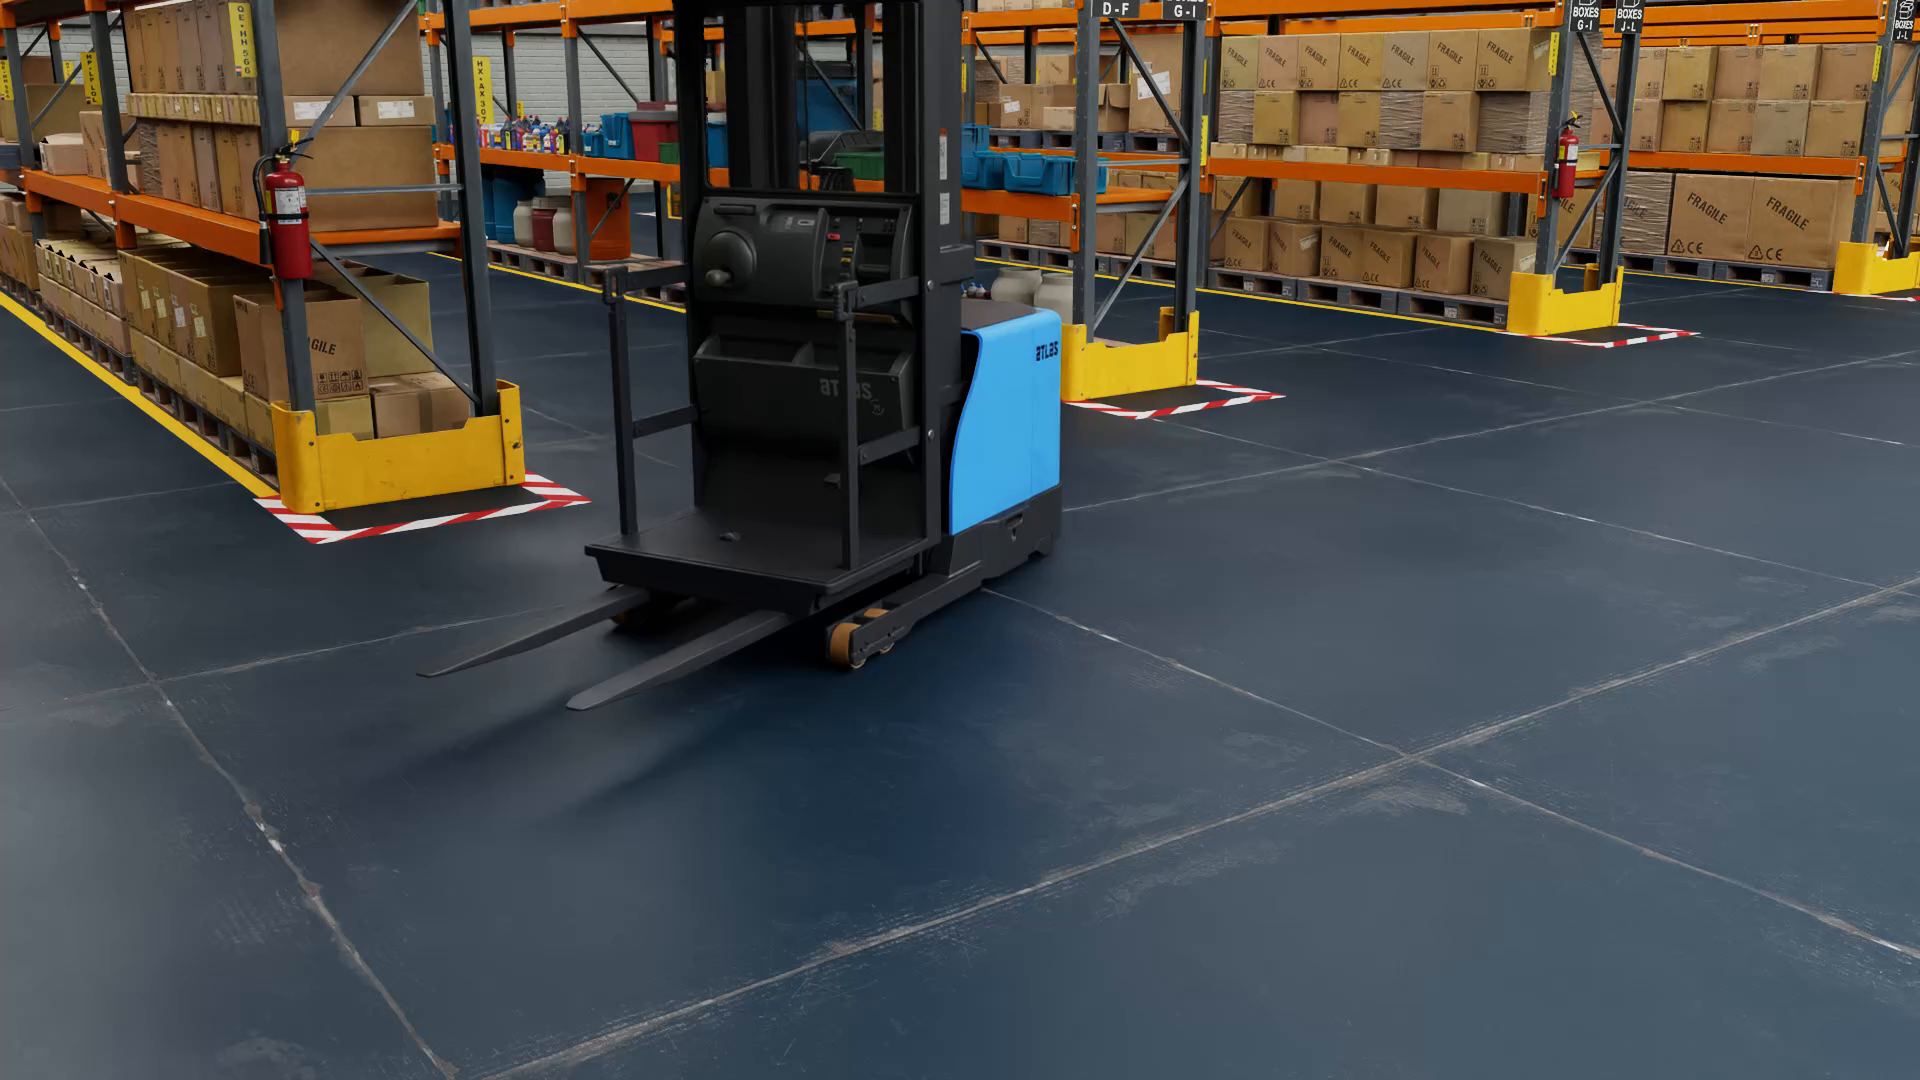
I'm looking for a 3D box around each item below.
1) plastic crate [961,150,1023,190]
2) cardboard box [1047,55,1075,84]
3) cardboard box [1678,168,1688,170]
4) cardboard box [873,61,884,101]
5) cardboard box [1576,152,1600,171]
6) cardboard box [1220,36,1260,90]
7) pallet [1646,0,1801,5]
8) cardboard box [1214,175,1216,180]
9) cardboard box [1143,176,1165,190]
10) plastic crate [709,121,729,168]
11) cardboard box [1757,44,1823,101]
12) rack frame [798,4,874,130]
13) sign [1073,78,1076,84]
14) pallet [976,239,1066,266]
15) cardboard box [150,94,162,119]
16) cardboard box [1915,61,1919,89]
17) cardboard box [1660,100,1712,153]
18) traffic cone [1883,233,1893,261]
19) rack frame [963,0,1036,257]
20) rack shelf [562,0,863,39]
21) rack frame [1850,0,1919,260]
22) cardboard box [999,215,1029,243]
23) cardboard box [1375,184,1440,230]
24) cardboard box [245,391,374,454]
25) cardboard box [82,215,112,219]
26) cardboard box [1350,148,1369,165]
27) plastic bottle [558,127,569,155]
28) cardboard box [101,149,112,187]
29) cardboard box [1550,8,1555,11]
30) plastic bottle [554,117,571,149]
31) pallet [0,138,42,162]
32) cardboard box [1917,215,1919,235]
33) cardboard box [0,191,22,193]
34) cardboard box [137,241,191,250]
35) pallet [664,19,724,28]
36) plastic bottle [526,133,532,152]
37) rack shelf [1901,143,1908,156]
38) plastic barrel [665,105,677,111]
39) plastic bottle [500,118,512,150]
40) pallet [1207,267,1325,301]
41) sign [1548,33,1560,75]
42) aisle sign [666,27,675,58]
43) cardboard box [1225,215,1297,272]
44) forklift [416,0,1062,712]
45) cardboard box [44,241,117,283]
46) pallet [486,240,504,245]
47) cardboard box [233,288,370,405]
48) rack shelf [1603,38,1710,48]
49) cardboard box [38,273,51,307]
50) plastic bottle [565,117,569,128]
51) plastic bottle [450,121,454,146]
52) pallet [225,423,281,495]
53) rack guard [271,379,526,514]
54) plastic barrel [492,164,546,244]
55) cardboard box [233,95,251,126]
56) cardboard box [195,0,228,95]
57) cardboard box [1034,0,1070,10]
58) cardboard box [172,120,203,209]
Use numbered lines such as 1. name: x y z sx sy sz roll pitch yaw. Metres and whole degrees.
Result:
1. plastic crate: 0.261 -2.595 11.658 0.499 0.251 0.408 -11 19 -35
2. cardboard box: 1.702 -7.279 25.841 0.500 0.500 0.500 -12 19 -36
3. cardboard box: 12.485 -6.384 29.158 0.500 0.500 0.500 -10 18 -33
4. cardboard box: -0.720 -5.916 21.421 0.797 0.503 0.637 -10 18 -33
5. cardboard box: 5.207 -3.212 14.107 0.380 0.149 0.250 -11 19 -35
6. cardboard box: 2.888 -4.628 16.157 0.500 0.500 0.500 -11 19 -35
7. pallet: 8.087 -5.806 17.591 1.003 0.211 1.213 -11 19 -35
8. cardboard box: 3.629 -5.262 23.640 0.500 0.250 0.500 -11 19 -34
9. cardboard box: 3.048 -5.122 24.547 0.500 0.500 0.500 -10 18 -34
10. plastic crate: -2.077 -3.501 14.714 0.392 0.384 0.575 -11 19 -35
11. cardboard box: 8.668 -4.766 16.976 0.875 0.550 0.550 -11 19 -35
12. rack frame: -1.177 -3.321 14.028 1.000 3.000 0.127 -11 19 -35
13. sign: 1.763 -6.878 25.384 0.100 0.325 0.005 -11 19 -35
14. pallet: 0.936 -3.432 19.715 1.003 0.211 1.213 -11 19 -35
15. cardboard box: -4.728 -2.662 10.204 0.380 0.149 0.250 -11 19 -35
16. cardboard box: 12.046 -5.725 20.165 0.700 0.500 0.500 -11 19 -35
17. cardboard box: 8.084 -4.488 18.009 0.875 0.550 0.500 -11 19 -35
18. traffic cone: 10.089 -3.094 18.005 0.336 0.463 0.334 -11 19 -35
19. rack frame: 0.477 -4.944 19.958 1.000 3.000 0.127 -11 19 -35
20. rack shelf: -2.353 -4.848 15.287 1.077 0.370 4.000 -11 19 -35
21. rack frame: 9.253 -3.984 16.450 1.000 3.000 0.127 -11 19 -35
22. cardboard box: 0.888 -3.811 19.718 0.700 0.500 0.500 -12 19 -37
23. cardboard box: 5.899 -4.281 21.000 1.050 0.750 0.750 -11 19 -35
24. cardboard box: -3.388 -0.644 8.659 0.500 0.250 0.500 -11 19 -35
25. cardboard box: -8.789 -2.993 16.731 0.500 0.500 0.500 -11 19 -34
26. cardboard box: 3.789 -3.511 15.200 0.380 0.149 0.250 -11 19 -35
27. plastic bottle: -4.112 -4.139 17.238 0.061 0.283 0.133 -11 19 -35
28. cardboard box: -5.851 -2.647 11.821 0.396 0.266 0.258 -11 19 -36
29. cardboard box: 9.043 -7.773 24.423 0.700 0.500 0.500 -11 19 -35
30. plastic bottle: -4.472 -4.572 18.694 0.144 0.351 0.185 -11 19 -35
31. pallet: -8.685 -3.729 15.882 1.003 0.211 1.213 -11 19 -35
32. cardboard box: 12.206 -3.893 20.530 0.500 0.250 0.500 -11 19 -34
33. cardboard box: -11.723 -4.044 20.571 0.500 0.500 0.500 -11 19 -35
34. cardboard box: -6.425 -2.262 13.510 0.500 0.311 0.500 -11 19 -35
35. pallet: -3.782 -7.899 25.242 1.003 0.211 1.213 -11 19 -35
36. plastic bottle: -4.644 -4.301 17.985 0.097 0.201 0.097 0 15 0
37. rack shelf: 12.021 -4.854 20.992 1.077 0.370 4.000 -11 19 -35
38. plastic barrel: -2.751 -4.043 16.452 0.421 0.512 0.421 0 15 0
39. plastic bottle: -5.031 -4.524 18.517 0.144 0.351 0.185 -11 19 -35
40. pallet: 3.253 -2.607 16.701 1.003 0.211 1.213 -11 19 -35
41. sign: 4.721 -3.865 13.222 0.100 0.325 0.005 -11 19 -35
42. aisle sign: -4.511 -7.875 25.742 0.394 0.787 0.004 -11 19 -35
43. cardboard box: 3.032 -2.995 16.777 0.500 0.500 0.500 -12 19 -36
44. forklift: -0.694 -1.091 6.010 1.130 2.935 3.031 8 17 27
45. cardboard box: -7.152 -2.286 13.596 0.500 0.311 0.500 -11 19 -36
46. pallet: -5.461 -3.513 20.012 1.003 0.211 1.213 -11 19 -35
47. cardboard box: -3.390 -1.005 8.559 0.500 0.500 0.500 -11 19 -35
48. rack shelf: 11.330 -8.780 29.655 1.077 0.370 4.000 -11 19 -35
49. cardboard box: -7.467 -2.126 14.075 0.500 0.250 0.500 -11 19 -35
50. plastic bottle: -4.428 -4.625 18.885 0.144 0.351 0.185 -11 19 -35
51. plastic bottle: -6.010 -4.829 19.757 0.061 0.283 0.133 -11 19 -35
52. pallet: -3.317 -0.511 9.042 1.003 0.211 1.213 -11 19 -35
53. rack guard: -2.820 -0.488 8.412 1.175 0.500 0.348 -11 19 -35
54. plastic barrel: -5.158 -3.950 19.504 0.600 0.901 0.708 -11 19 -35
55. cardboard box: -3.518 -2.222 8.595 0.380 0.149 0.250 -11 19 -35
56. cardboard box: -3.740 -2.705 9.129 0.700 0.500 0.500 -11 19 -34
57. cardboard box: 1.159 -5.961 18.274 0.500 0.250 0.500 -10 18 -33
58. cardboard box: -4.313 -2.288 10.064 0.700 0.500 0.500 -11 19 -34
